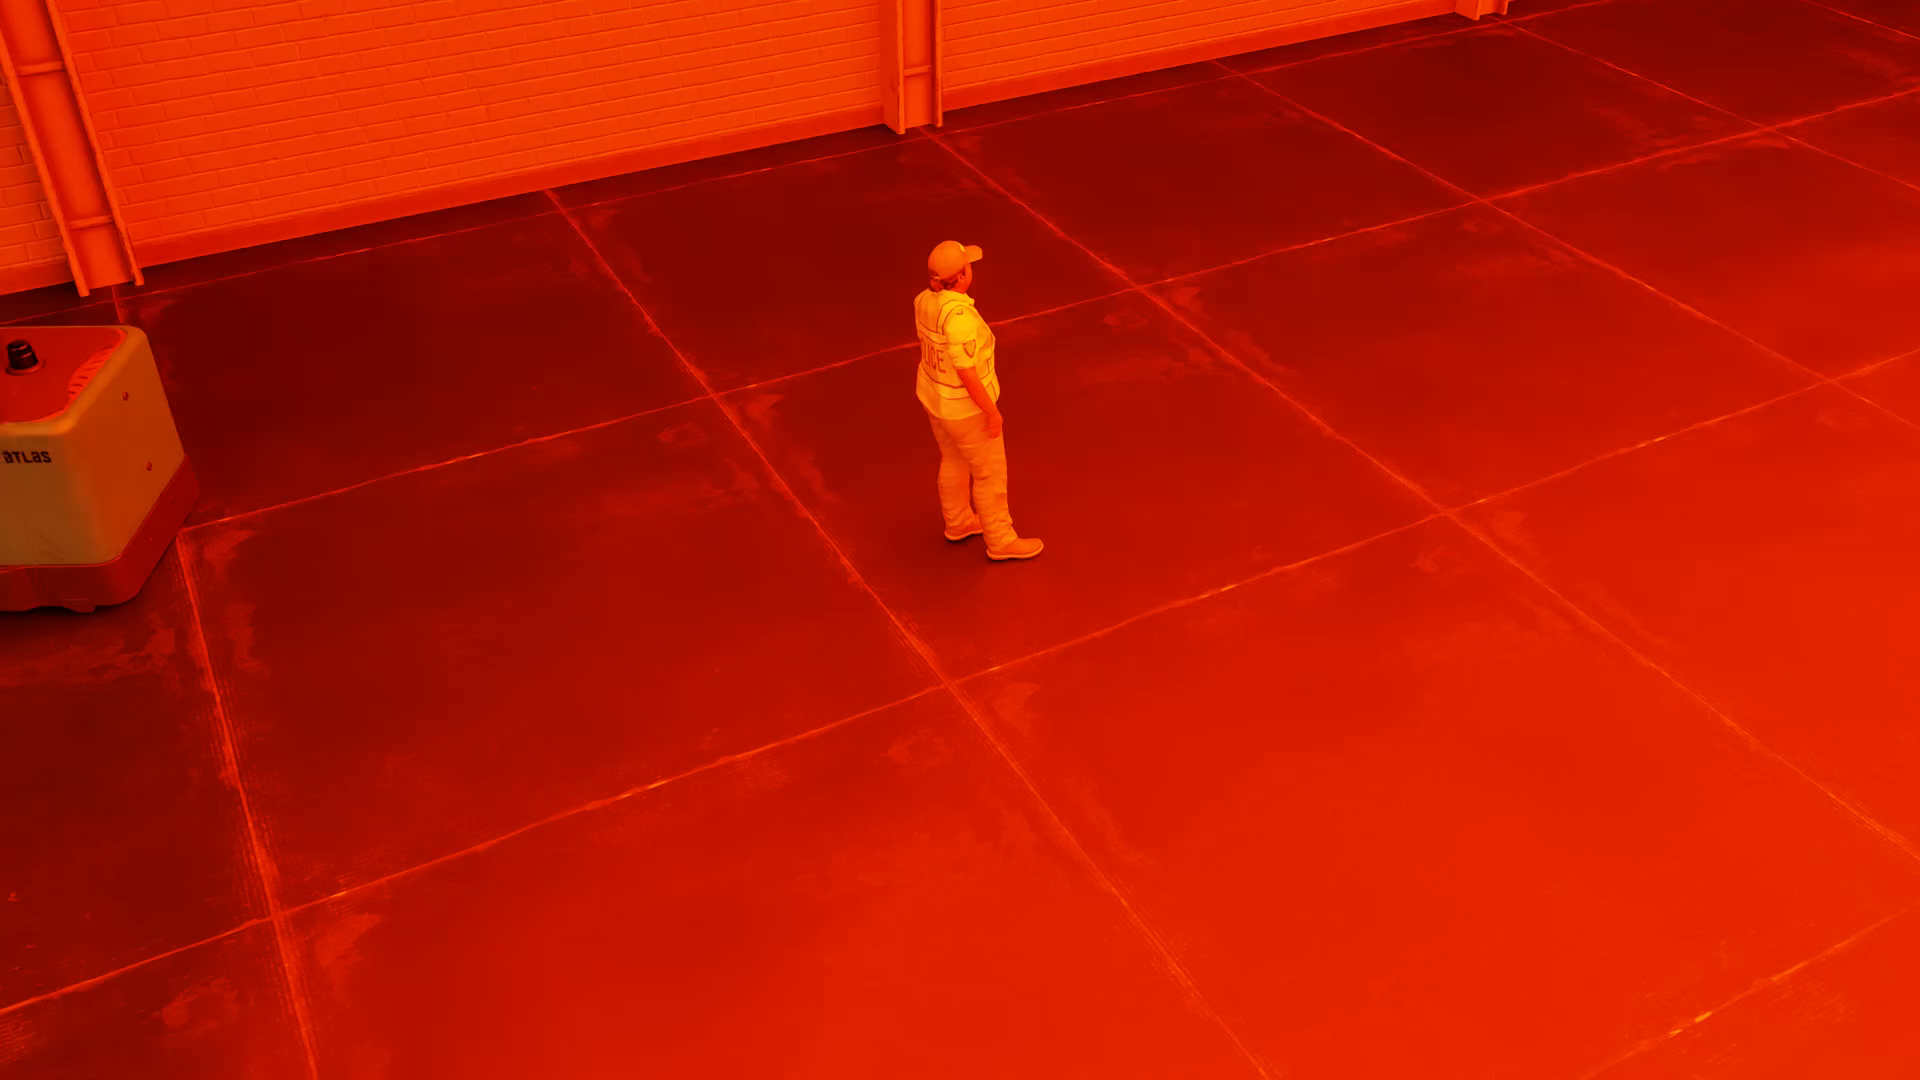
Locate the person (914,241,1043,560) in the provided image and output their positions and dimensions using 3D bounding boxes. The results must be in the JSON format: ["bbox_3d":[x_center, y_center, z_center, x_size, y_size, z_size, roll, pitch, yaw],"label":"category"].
[{"bbox_3d":[0.079,-0.695,8.190,0.529,1.670,0.598,-17,39,-23],"label":"person"}]

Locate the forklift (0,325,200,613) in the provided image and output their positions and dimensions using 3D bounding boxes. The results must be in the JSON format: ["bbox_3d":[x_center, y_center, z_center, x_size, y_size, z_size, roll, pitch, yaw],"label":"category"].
[{"bbox_3d":[-5.561,-1.105,7.686,3.031,2.935,1.130,-1,35,-1],"label":"forklift"}]
